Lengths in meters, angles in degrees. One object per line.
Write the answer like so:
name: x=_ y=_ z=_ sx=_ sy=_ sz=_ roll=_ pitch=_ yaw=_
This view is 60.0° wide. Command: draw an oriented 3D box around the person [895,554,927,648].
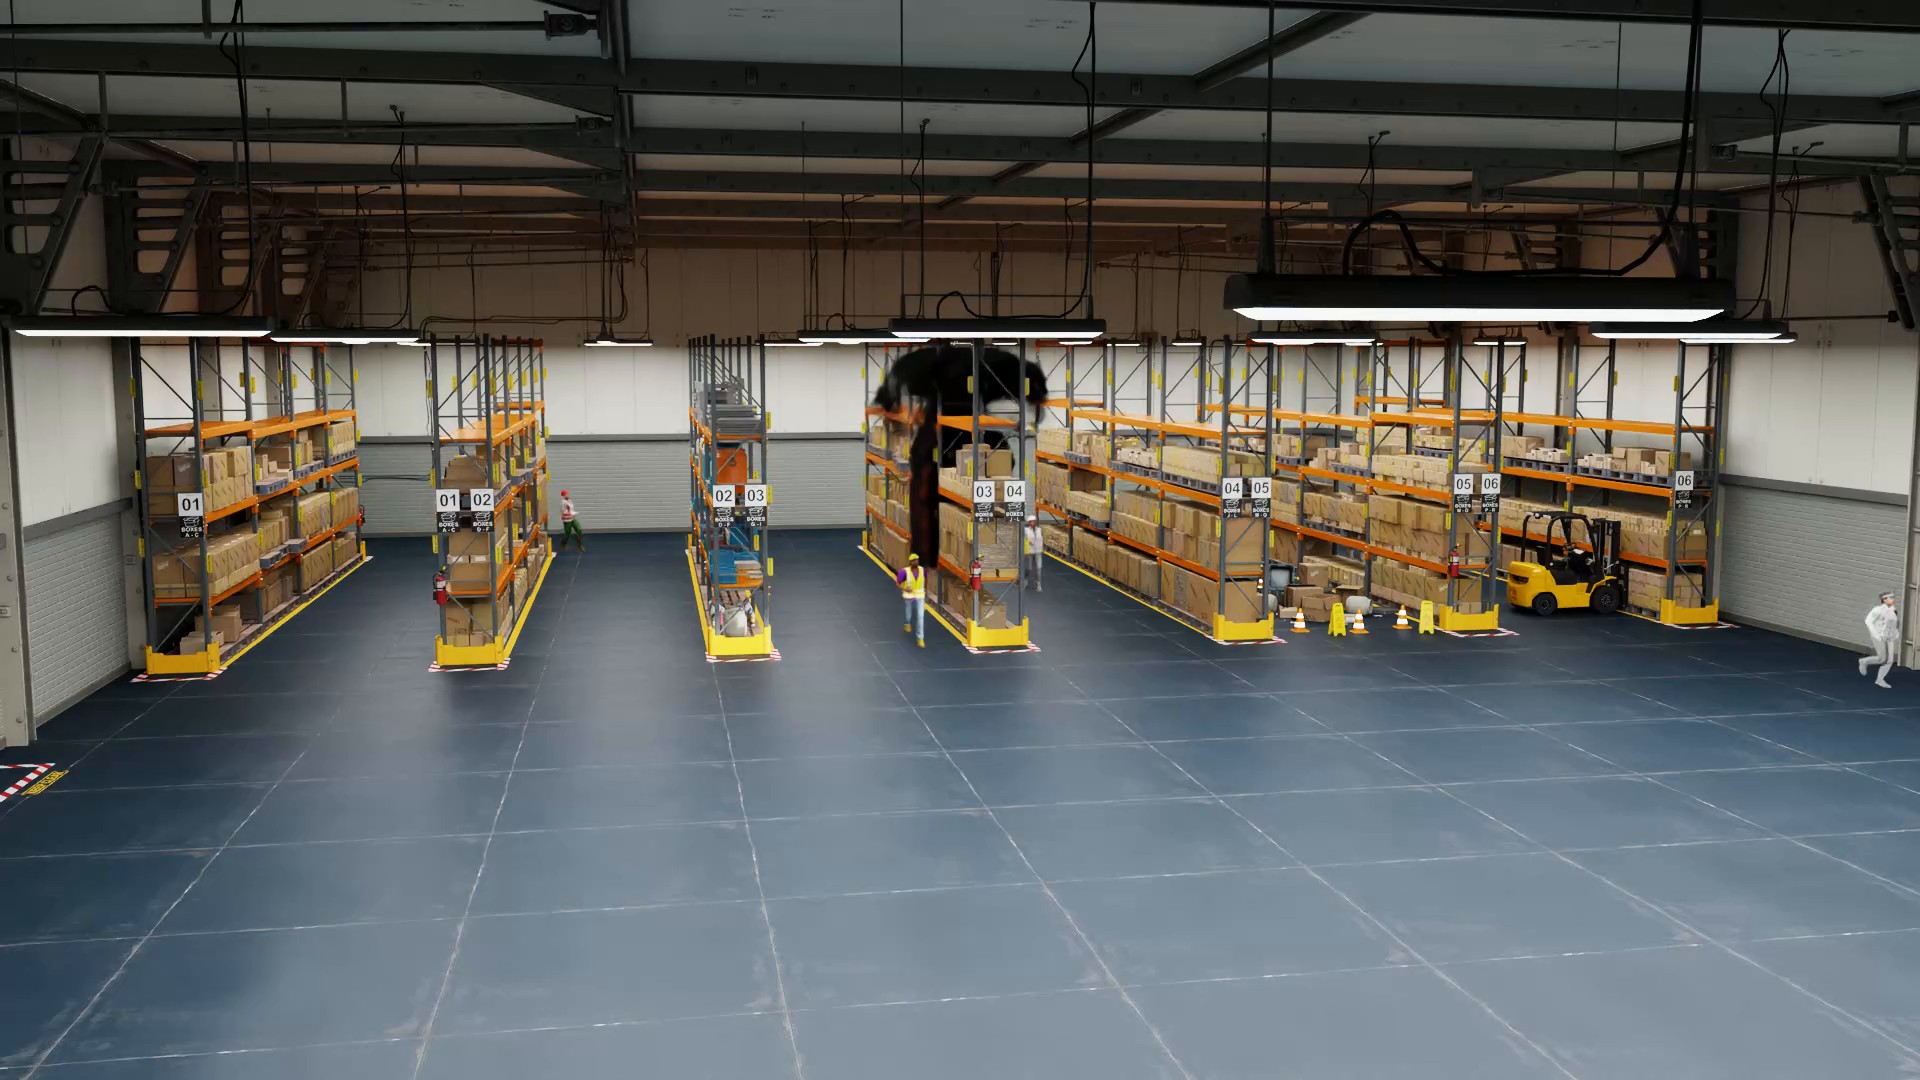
person: x=-0.935 y=1.141 z=32.467 sx=0.663 sy=1.772 sz=1.146 roll=-1 pitch=7 yaw=-9

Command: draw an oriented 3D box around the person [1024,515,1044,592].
person: x=1.732 y=0.302 z=39.611 sx=0.672 sy=1.787 sz=0.963 roll=-2 pitch=7 yaw=-15

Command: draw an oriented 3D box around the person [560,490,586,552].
person: x=-11.007 y=-0.533 z=46.850 sx=0.822 sy=1.780 sz=0.672 roll=3 pitch=7 yaw=21

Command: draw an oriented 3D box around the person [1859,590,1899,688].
person: x=15.754 y=1.658 z=28.461 sx=0.641 sy=1.666 sz=0.621 roll=-3 pitch=7 yaw=-22

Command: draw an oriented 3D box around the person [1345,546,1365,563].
person: x=10.253 y=-0.041 z=42.914 sx=0.650 sy=1.749 sz=0.734 roll=-1 pitch=7 yaw=-12
